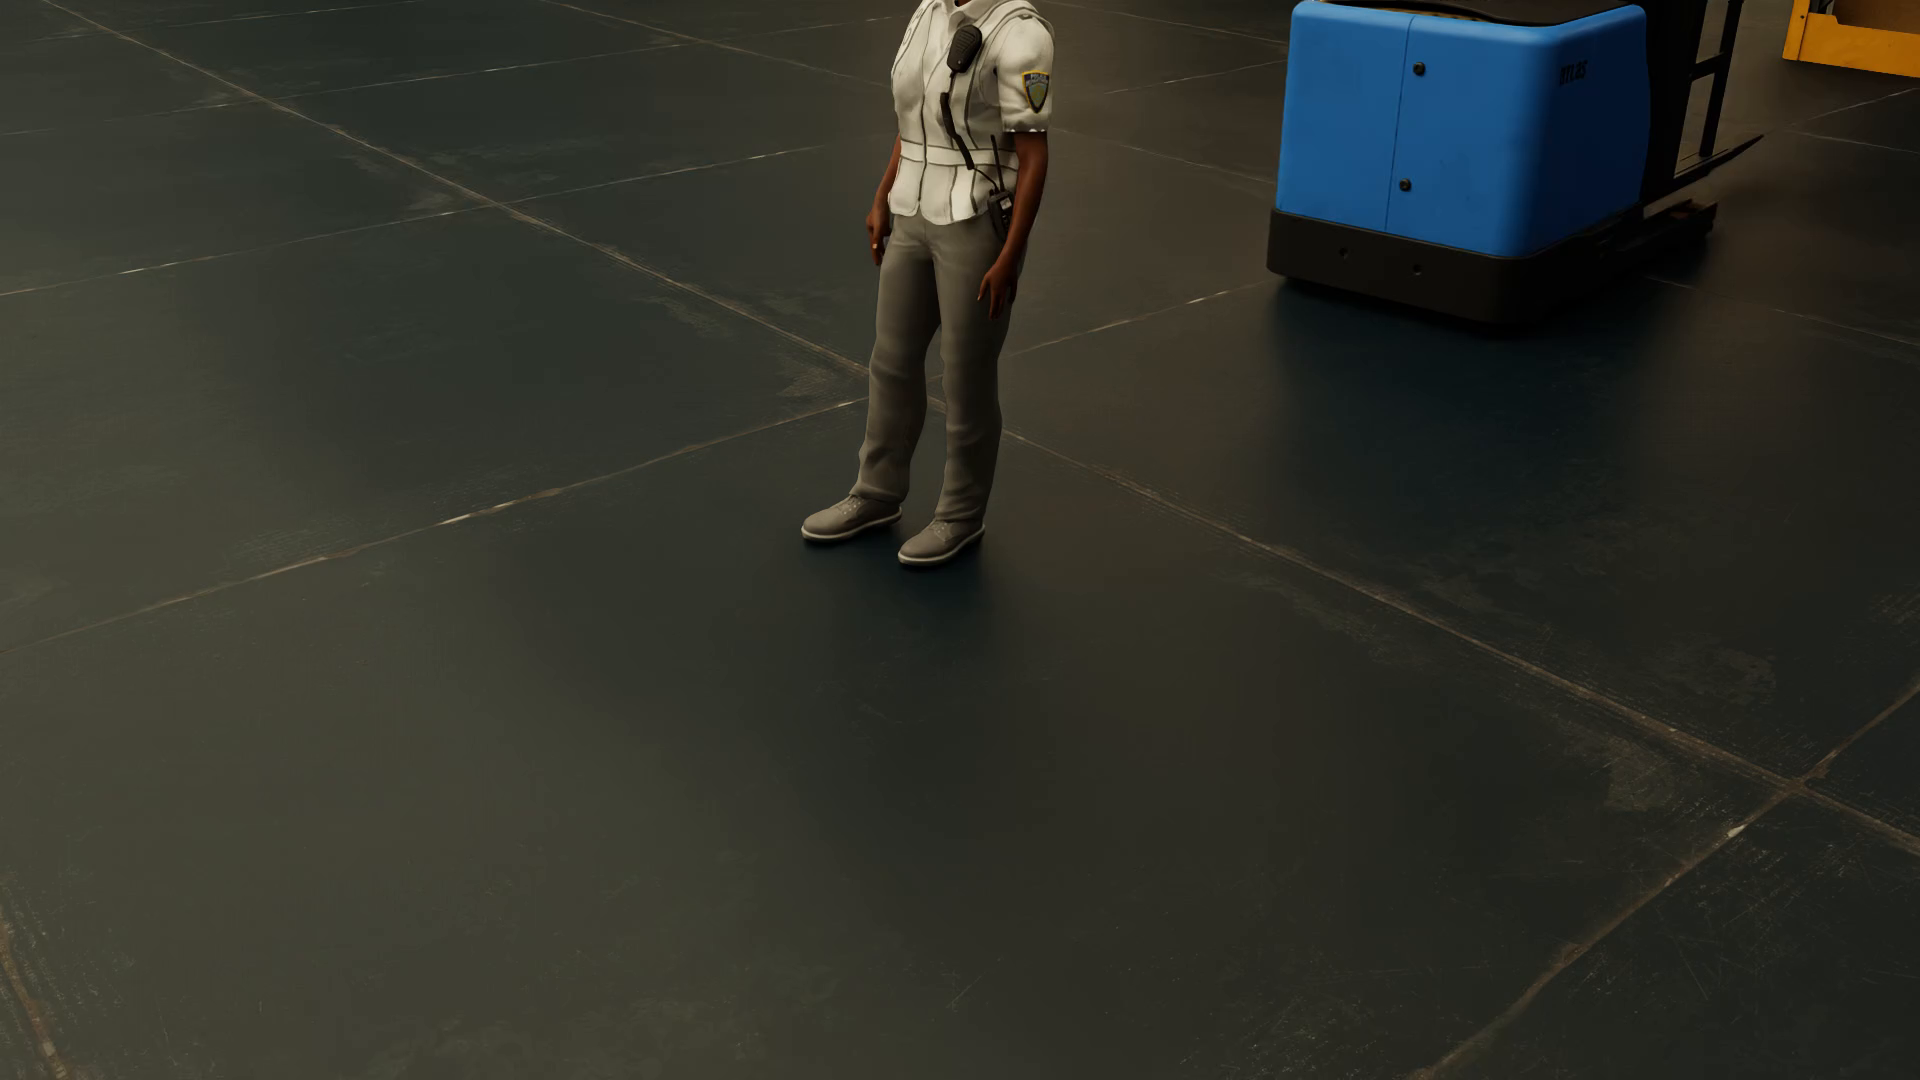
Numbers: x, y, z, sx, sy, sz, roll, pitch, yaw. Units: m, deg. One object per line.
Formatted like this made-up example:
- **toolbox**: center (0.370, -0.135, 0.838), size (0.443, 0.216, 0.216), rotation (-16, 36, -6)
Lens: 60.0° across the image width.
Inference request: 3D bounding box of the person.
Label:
- **person**: center (-0.071, -0.750, 4.092), size (0.528, 1.693, 0.569), rotation (-20, 33, -35)

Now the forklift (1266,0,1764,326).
- **forklift**: center (2.552, -2.646, 6.537), size (1.130, 2.935, 3.031), rotation (22, 34, 37)
